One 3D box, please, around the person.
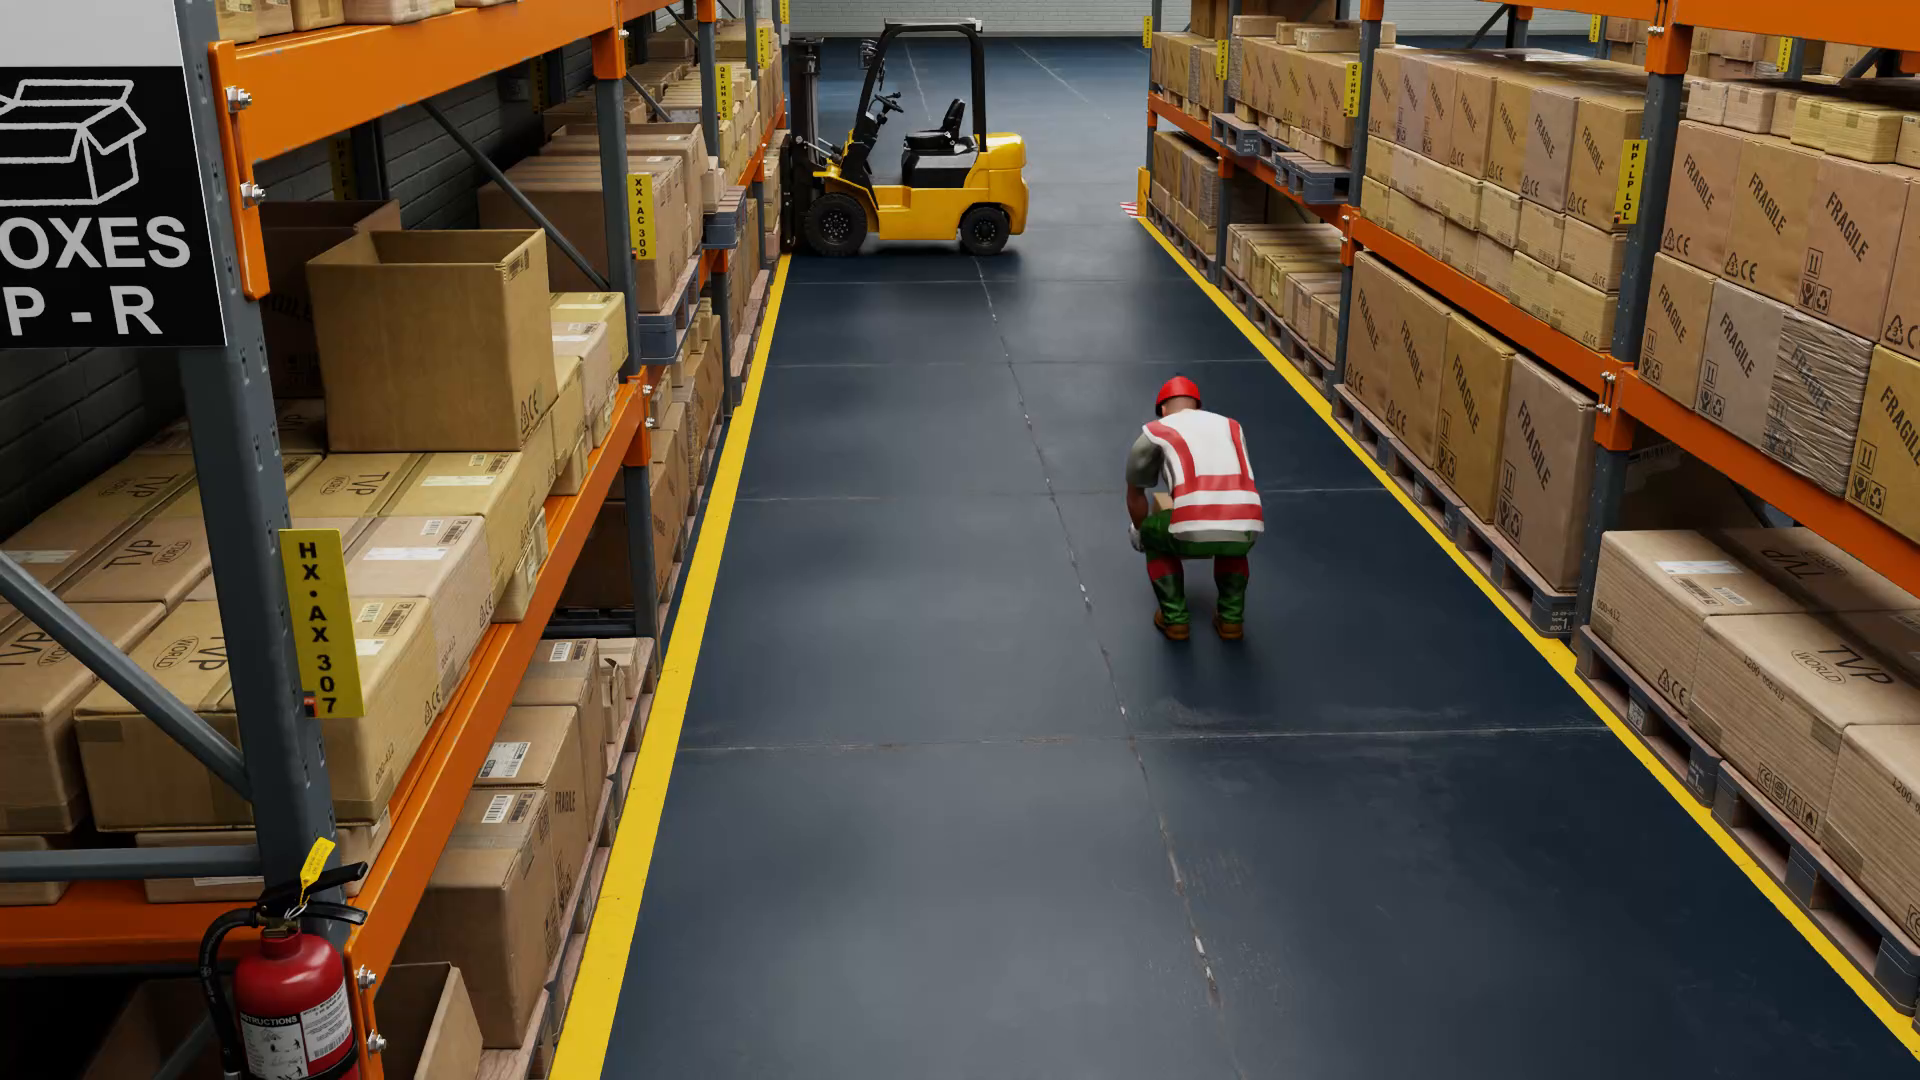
[{"bbox_3d":[1.045,-0.132,7.442,0.577,1.073,0.862,-1,20,-3],"label":"person"}]
